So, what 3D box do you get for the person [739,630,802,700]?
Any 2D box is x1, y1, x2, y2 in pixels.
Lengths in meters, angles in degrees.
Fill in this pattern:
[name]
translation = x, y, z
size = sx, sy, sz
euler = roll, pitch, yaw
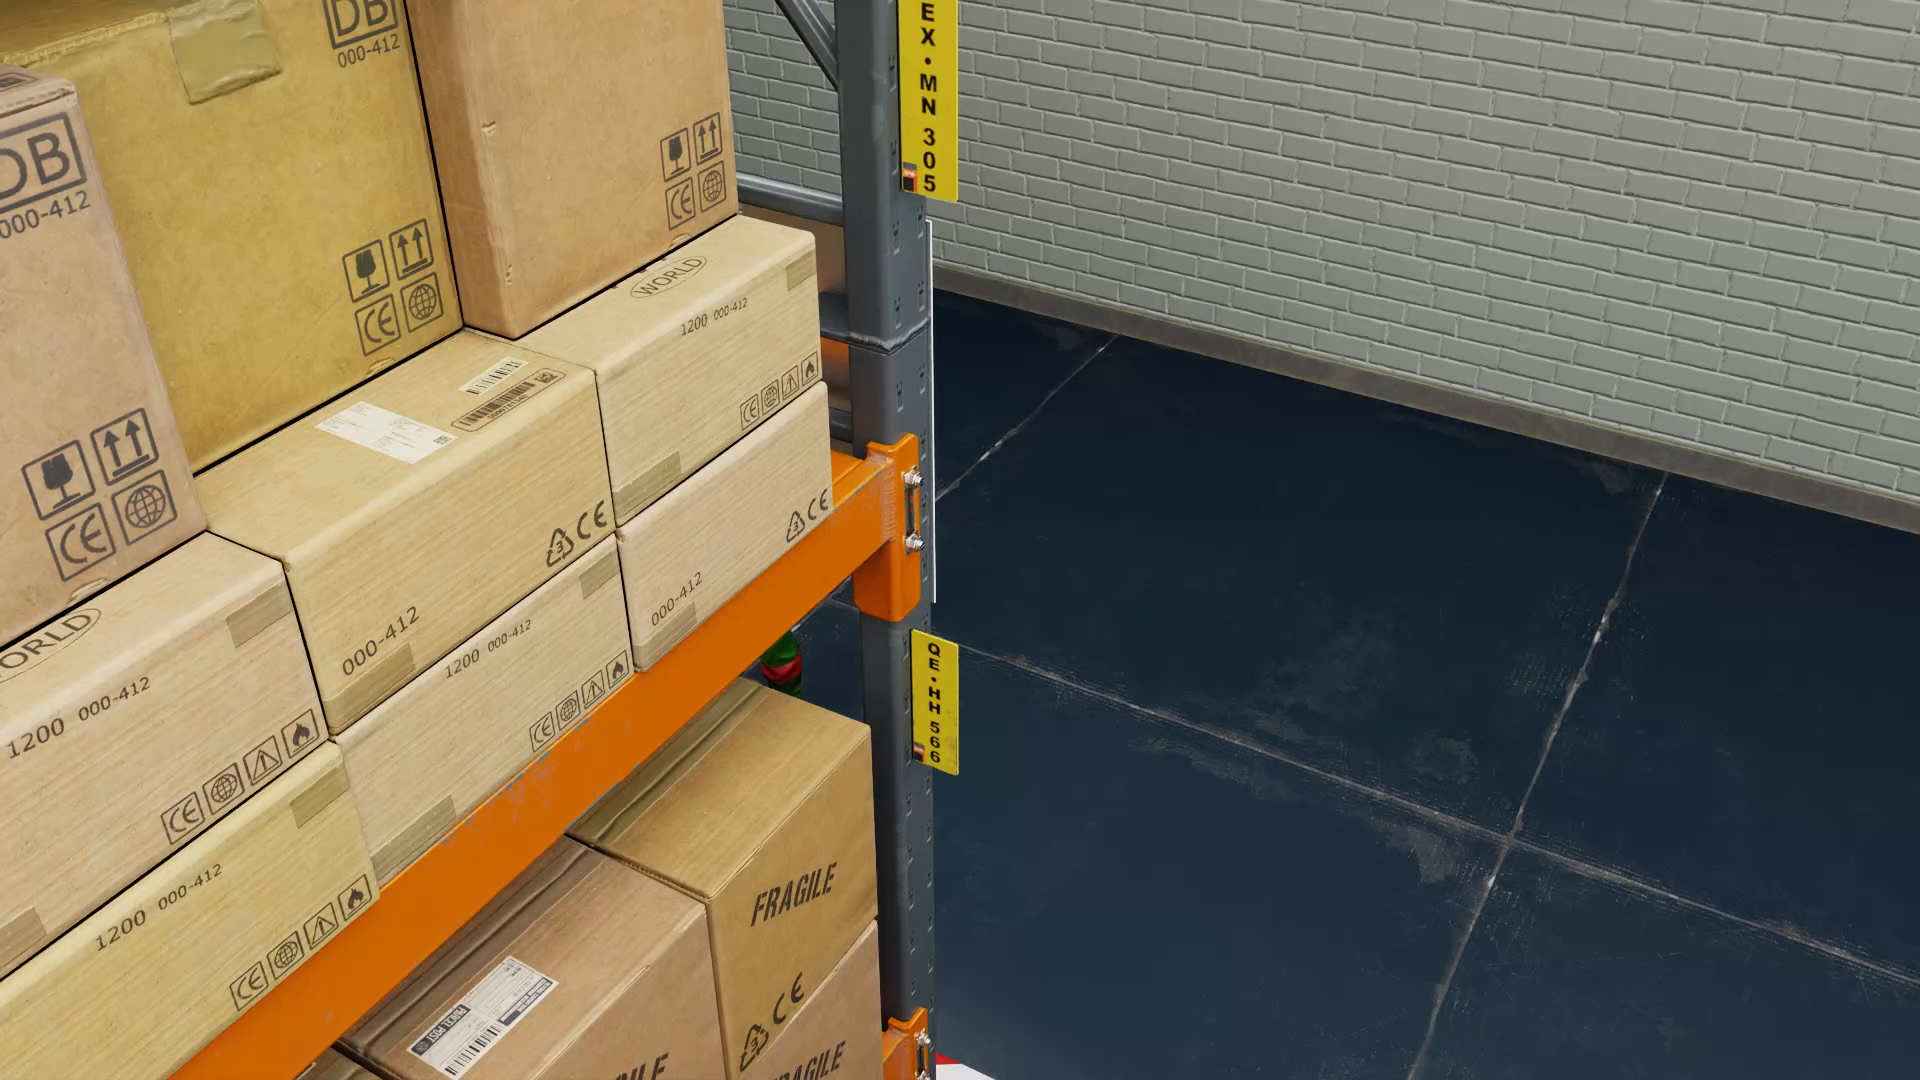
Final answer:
[person]
translation = -0.812, -0.036, 6.130
size = 0.590, 1.721, 0.453
euler = 17, 37, 23
